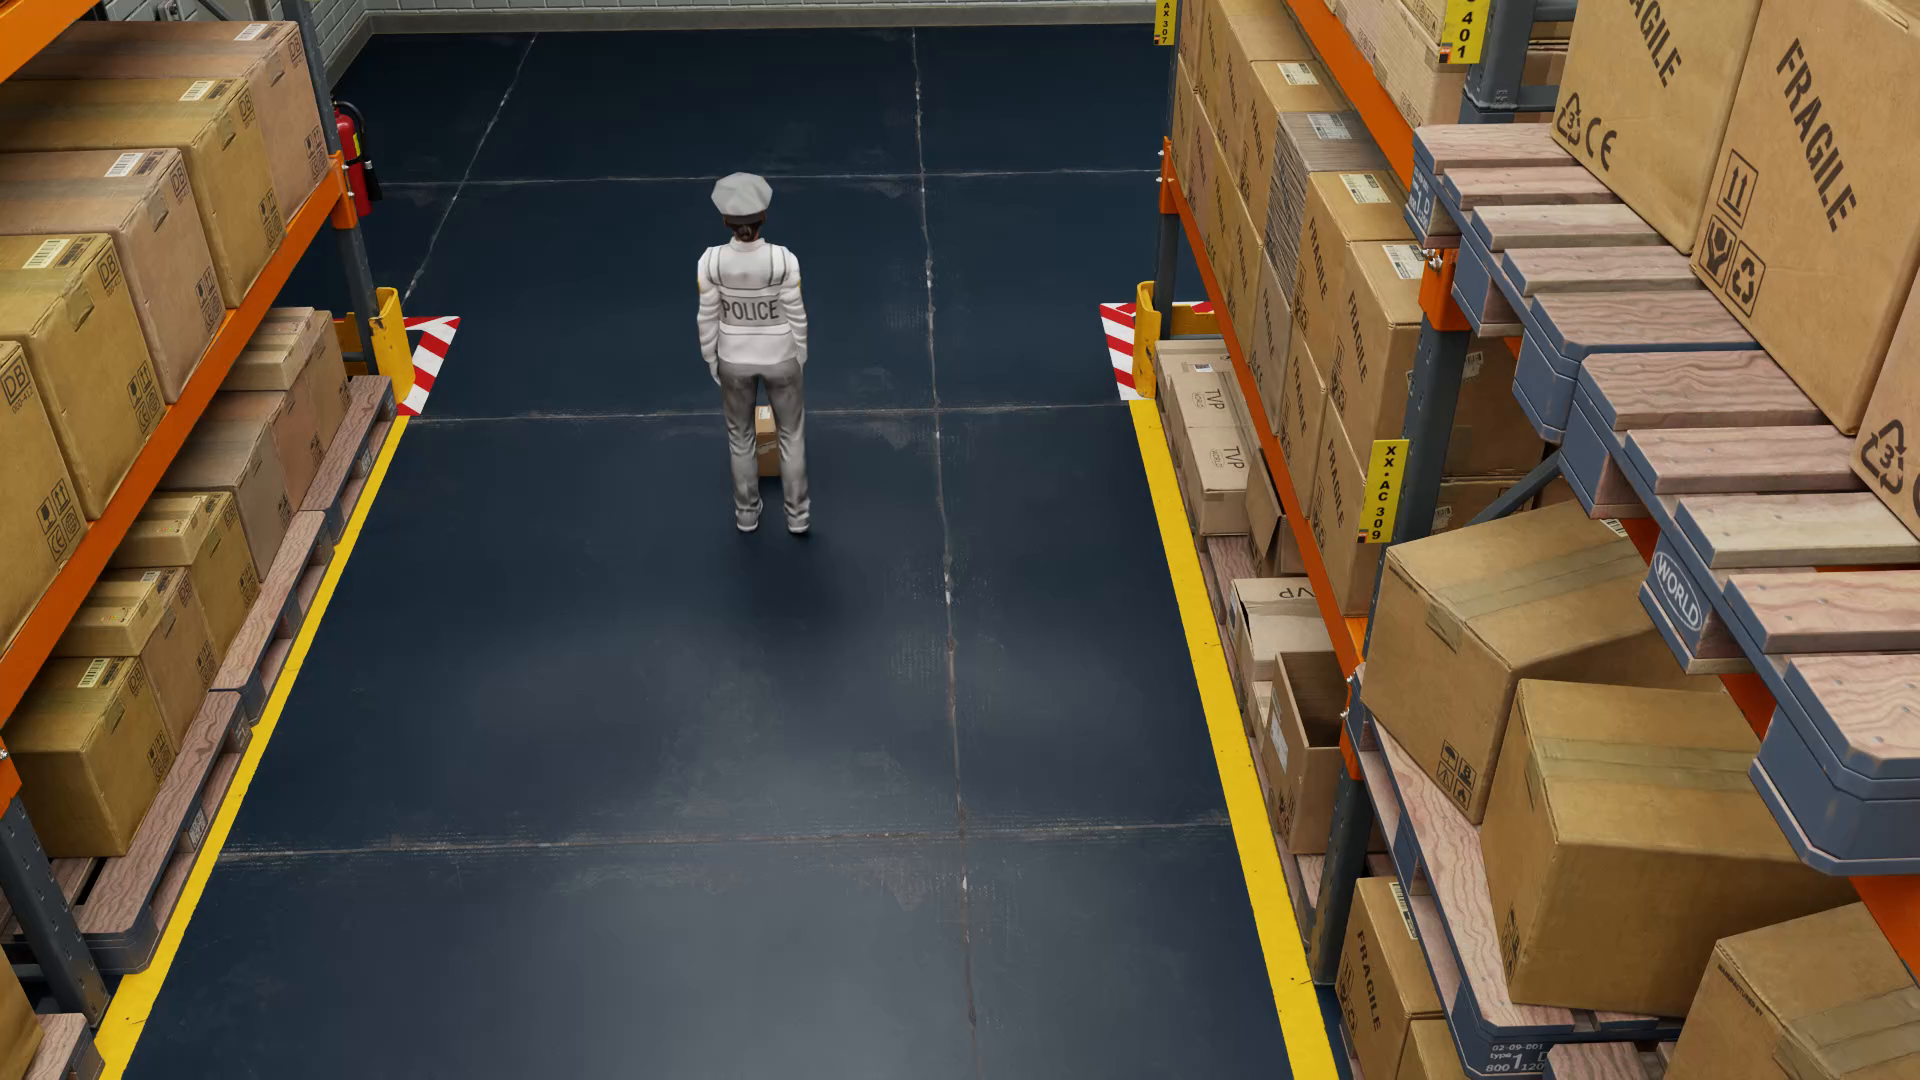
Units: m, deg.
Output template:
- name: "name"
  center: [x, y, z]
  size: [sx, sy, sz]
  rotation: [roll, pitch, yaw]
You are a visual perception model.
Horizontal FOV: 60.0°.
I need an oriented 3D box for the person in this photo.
- name: "person"
  center: [-0.888, -0.779, 7.243]
  size: [0.466, 1.696, 0.342]
  rotation: [-1, 35, -1]
